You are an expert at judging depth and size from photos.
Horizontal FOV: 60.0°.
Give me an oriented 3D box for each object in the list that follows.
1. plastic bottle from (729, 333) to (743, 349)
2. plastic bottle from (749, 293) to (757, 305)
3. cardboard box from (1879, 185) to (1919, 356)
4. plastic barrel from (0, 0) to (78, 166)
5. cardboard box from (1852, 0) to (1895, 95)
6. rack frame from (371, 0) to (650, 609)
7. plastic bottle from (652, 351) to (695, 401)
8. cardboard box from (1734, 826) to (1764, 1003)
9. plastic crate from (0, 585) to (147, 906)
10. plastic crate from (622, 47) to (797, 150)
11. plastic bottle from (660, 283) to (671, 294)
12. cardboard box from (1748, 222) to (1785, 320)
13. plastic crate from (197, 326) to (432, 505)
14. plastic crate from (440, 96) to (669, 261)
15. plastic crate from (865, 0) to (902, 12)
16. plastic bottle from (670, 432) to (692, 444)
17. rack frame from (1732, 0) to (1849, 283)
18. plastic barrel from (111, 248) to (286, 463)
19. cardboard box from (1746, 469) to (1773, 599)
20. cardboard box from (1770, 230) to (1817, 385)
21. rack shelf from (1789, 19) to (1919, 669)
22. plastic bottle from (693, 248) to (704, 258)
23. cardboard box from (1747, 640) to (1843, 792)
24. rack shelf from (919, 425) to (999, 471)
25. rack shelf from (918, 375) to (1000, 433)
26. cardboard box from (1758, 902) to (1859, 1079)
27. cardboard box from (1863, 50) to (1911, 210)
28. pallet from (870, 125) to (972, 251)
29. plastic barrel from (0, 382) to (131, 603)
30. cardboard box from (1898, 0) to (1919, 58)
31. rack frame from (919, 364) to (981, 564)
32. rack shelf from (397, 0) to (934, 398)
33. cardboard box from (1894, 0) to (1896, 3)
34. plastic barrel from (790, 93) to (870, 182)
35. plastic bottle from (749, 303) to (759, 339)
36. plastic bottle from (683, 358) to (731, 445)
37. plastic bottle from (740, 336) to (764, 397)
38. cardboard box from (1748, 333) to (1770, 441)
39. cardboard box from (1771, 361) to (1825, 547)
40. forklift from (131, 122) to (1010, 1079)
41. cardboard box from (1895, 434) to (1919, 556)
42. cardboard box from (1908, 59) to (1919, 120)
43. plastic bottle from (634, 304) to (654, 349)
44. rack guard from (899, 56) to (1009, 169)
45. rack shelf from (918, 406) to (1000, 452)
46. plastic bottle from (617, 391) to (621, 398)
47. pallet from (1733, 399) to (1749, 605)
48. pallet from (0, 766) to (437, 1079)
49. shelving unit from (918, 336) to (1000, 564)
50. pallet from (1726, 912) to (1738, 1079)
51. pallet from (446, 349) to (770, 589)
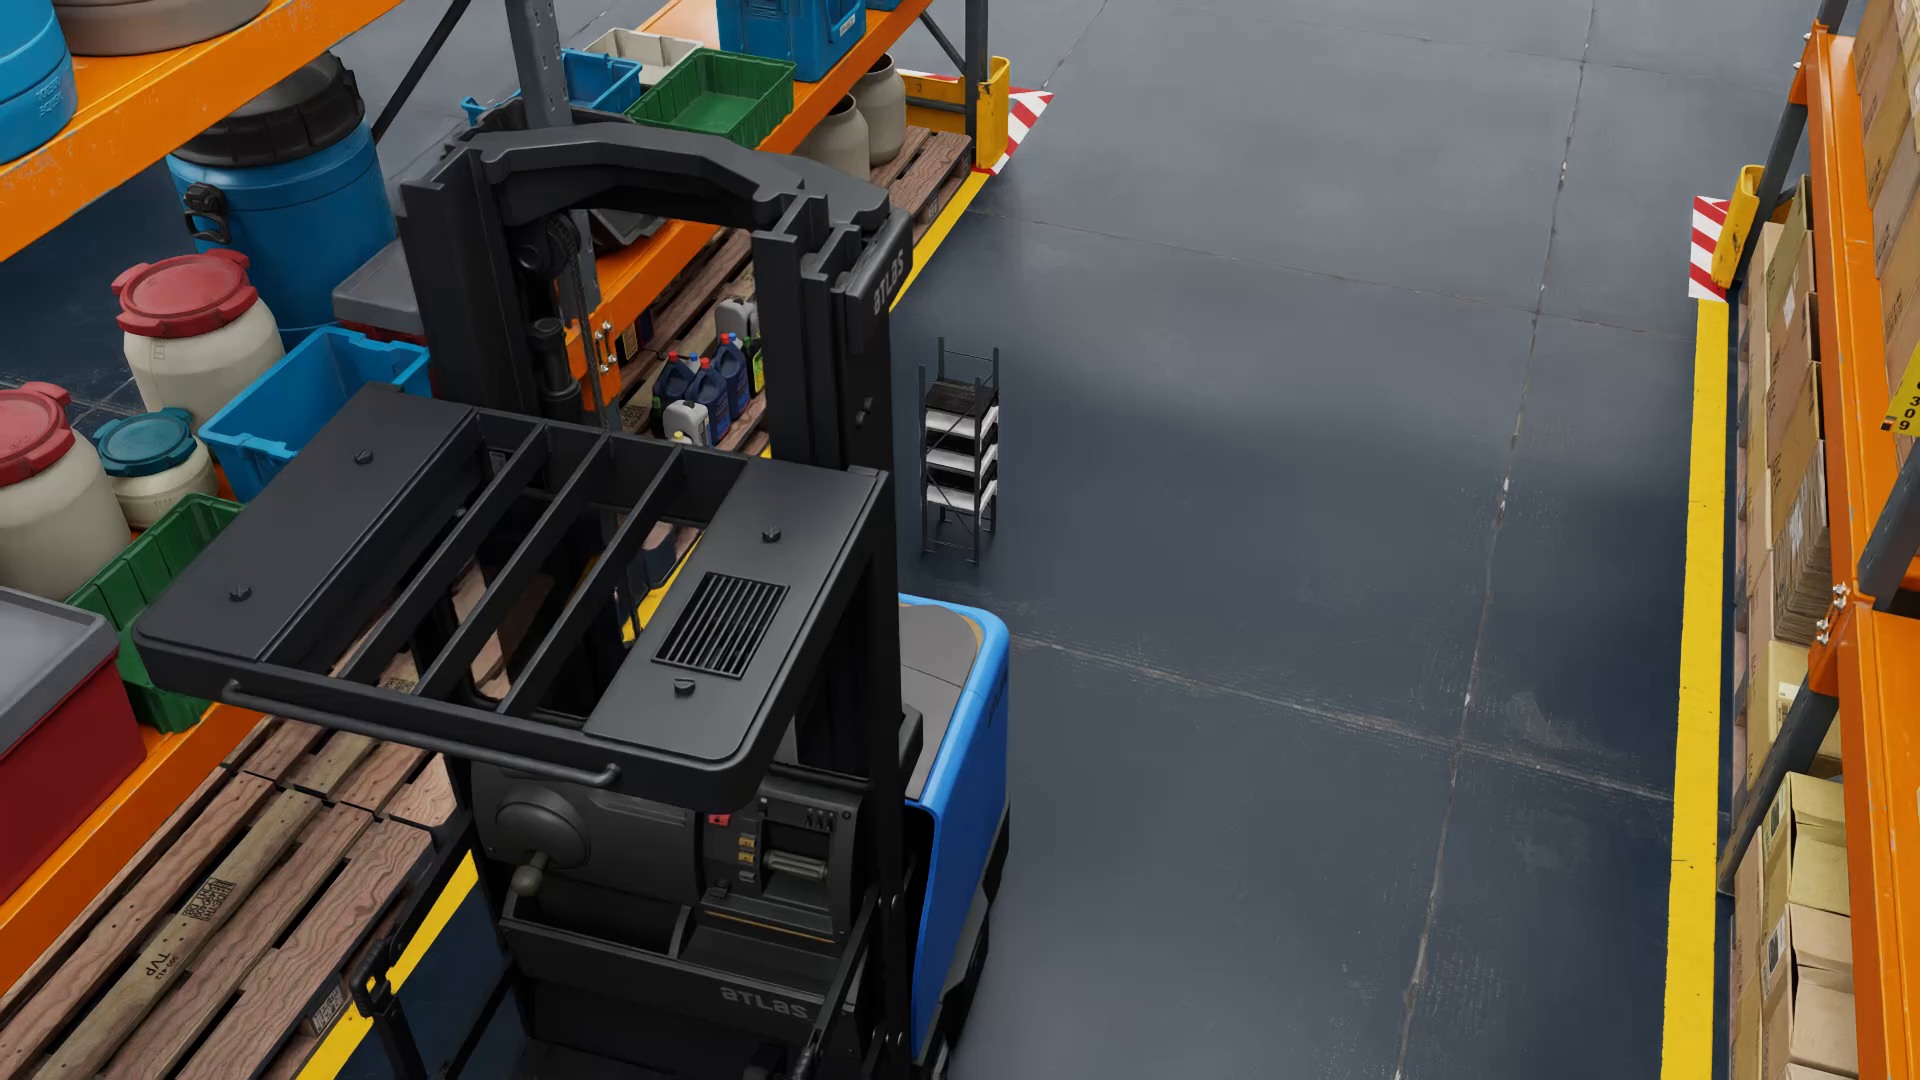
[{"bbox_3d":[-0.961,-0.763,7.096,0.097,0.271,0.097,0,40,0],"label":"plastic bottle"},{"bbox_3d":[-0.896,-1.011,7.441,0.097,0.201,0.097,0,40,0],"label":"plastic bottle"},{"bbox_3d":[3.442,-0.856,5.366,0.700,0.500,0.500,14,42,16],"label":"cardboard box"},{"bbox_3d":[-2.124,-1.195,3.143,0.600,0.901,0.708,13,42,15],"label":"plastic barrel"},{"bbox_3d":[4.142,-2.114,6.840,0.700,0.500,0.500,13,42,15],"label":"cardboard box"},{"bbox_3d":[-1.707,-1.020,5.634,1.000,3.000,0.127,13,42,15],"label":"rack frame"},{"bbox_3d":[-1.177,-0.612,6.858,0.144,0.351,0.185,13,42,15],"label":"plastic bottle"},{"bbox_3d":[2.576,1.159,4.875,0.500,0.250,0.500,12,42,14],"label":"cardboard box"},{"bbox_3d":[-2.235,0.478,3.829,0.402,0.464,0.583,13,42,15],"label":"plastic crate"},{"bbox_3d":[-0.978,-1.704,6.600,0.450,0.188,0.662,13,42,15],"label":"plastic crate"},{"bbox_3d":[-1.404,-1.282,7.705,0.097,0.271,0.097,0,40,0],"label":"plastic bottle"},{"bbox_3d":[3.922,-1.194,7.633,0.500,0.250,0.500,13,42,15],"label":"cardboard box"},{"bbox_3d":[-1.792,-0.272,4.770,0.392,0.384,0.575,13,42,15],"label":"plastic crate"},{"bbox_3d":[-1.409,-1.287,5.995,0.767,0.338,0.504,13,42,15],"label":"plastic crate"},{"bbox_3d":[-0.457,-2.636,7.644,0.499,0.251,0.408,13,42,15],"label":"plastic crate"},{"bbox_3d":[-1.117,-0.344,6.659,0.097,0.201,0.097,0,40,0],"label":"plastic bottle"},{"bbox_3d":[4.314,-2.358,7.202,1.000,3.000,0.127,13,42,15],"label":"rack frame"},{"bbox_3d":[-2.240,-0.537,4.963,0.433,0.535,0.433,0,40,0],"label":"plastic barrel"},{"bbox_3d":[3.237,0.026,6.204,0.500,0.250,0.500,13,42,15],"label":"cardboard box"},{"bbox_3d":[3.594,-0.866,6.671,0.500,0.500,0.500,13,42,15],"label":"cardboard box"},{"bbox_3d":[3.630,-0.864,6.006,1.077,0.370,4.000,13,42,15],"label":"rack shelf"},{"bbox_3d":[-1.288,-1.462,7.970,0.097,0.201,0.097,0,40,0],"label":"plastic bottle"},{"bbox_3d":[2.900,0.637,5.487,0.500,0.250,0.500,13,42,15],"label":"cardboard box"},{"bbox_3d":[-0.003,-0.380,6.415,0.258,0.077,0.200,13,42,15],"label":"rack shelf"},{"bbox_3d":[-0.003,-0.517,6.299,0.258,0.077,0.200,13,42,15],"label":"rack shelf"},{"bbox_3d":[2.395,1.256,4.330,0.500,0.311,0.500,13,42,15],"label":"cardboard box"},{"bbox_3d":[3.792,-1.491,6.109,0.700,0.500,0.500,14,42,15],"label":"cardboard box"},{"bbox_3d":[-0.604,-1.847,8.753,1.003,0.211,1.213,13,42,15],"label":"pallet"},{"bbox_3d":[-2.491,-0.089,4.439,0.433,0.535,0.433,0,40,0],"label":"plastic barrel"},{"bbox_3d":[3.626,-1.821,5.996,0.380,0.149,0.250,12,42,14],"label":"cardboard box"},{"bbox_3d":[-0.038,-0.275,6.379,0.240,0.900,0.006,13,42,15],"label":"rack frame"},{"bbox_3d":[-1.023,-1.966,7.297,1.077,0.370,4.000,13,42,15],"label":"rack shelf"},{"bbox_3d":[3.803,-2.138,6.368,0.380,0.149,0.250,13,42,15],"label":"cardboard box"},{"bbox_3d":[-0.664,-1.949,8.316,0.421,0.512,0.421,0,40,0],"label":"plastic barrel"},{"bbox_3d":[-0.831,-0.954,7.259,0.144,0.351,0.185,13,42,15],"label":"plastic bottle"},{"bbox_3d":[-1.041,-0.580,6.820,0.144,0.351,0.185,14,43,16],"label":"plastic bottle"},{"bbox_3d":[-0.881,-0.761,7.084,0.061,0.283,0.133,15,43,17],"label":"plastic bottle"},{"bbox_3d":[3.583,-0.583,6.917,0.500,0.250,0.500,13,42,15],"label":"cardboard box"},{"bbox_3d":[3.249,-0.257,5.957,0.500,0.500,0.500,13,42,15],"label":"cardboard box"},{"bbox_3d":[-0.734,0.750,3.613,1.130,2.935,3.031,10,42,12],"label":"forklift"},{"bbox_3d":[3.092,-0.228,4.629,0.700,0.500,0.500,12,42,14],"label":"cardboard box"},{"bbox_3d":[3.451,-1.514,5.636,0.380,0.149,0.250,14,42,15],"label":"cardboard box"},{"bbox_3d":[-1.422,-0.999,7.364,0.061,0.283,0.133,13,42,15],"label":"plastic bottle"},{"bbox_3d":[-0.321,-2.452,9.238,1.175,0.500,0.348,13,42,15],"label":"rack guard"},{"bbox_3d":[-0.003,-0.449,6.357,0.258,0.077,0.200,13,42,15],"label":"rack shelf"},{"bbox_3d":[-1.544,-0.707,7.027,0.152,0.276,0.135,13,42,15],"label":"plastic bottle"},{"bbox_3d":[3.673,-0.080,6.681,1.003,0.211,1.213,13,42,15],"label":"pallet"},{"bbox_3d":[-2.355,1.275,5.093,1.003,0.211,1.213,13,42,15],"label":"pallet"},{"bbox_3d":[-0.003,-0.337,6.452,0.258,0.900,0.210,13,42,15],"label":"shelving unit"},{"bbox_3d":[2.731,1.601,4.711,1.003,0.211,1.213,13,42,15],"label":"pallet"},{"bbox_3d":[-1.438,-0.359,7.008,1.003,0.211,1.213,13,42,15],"label":"pallet"}]
